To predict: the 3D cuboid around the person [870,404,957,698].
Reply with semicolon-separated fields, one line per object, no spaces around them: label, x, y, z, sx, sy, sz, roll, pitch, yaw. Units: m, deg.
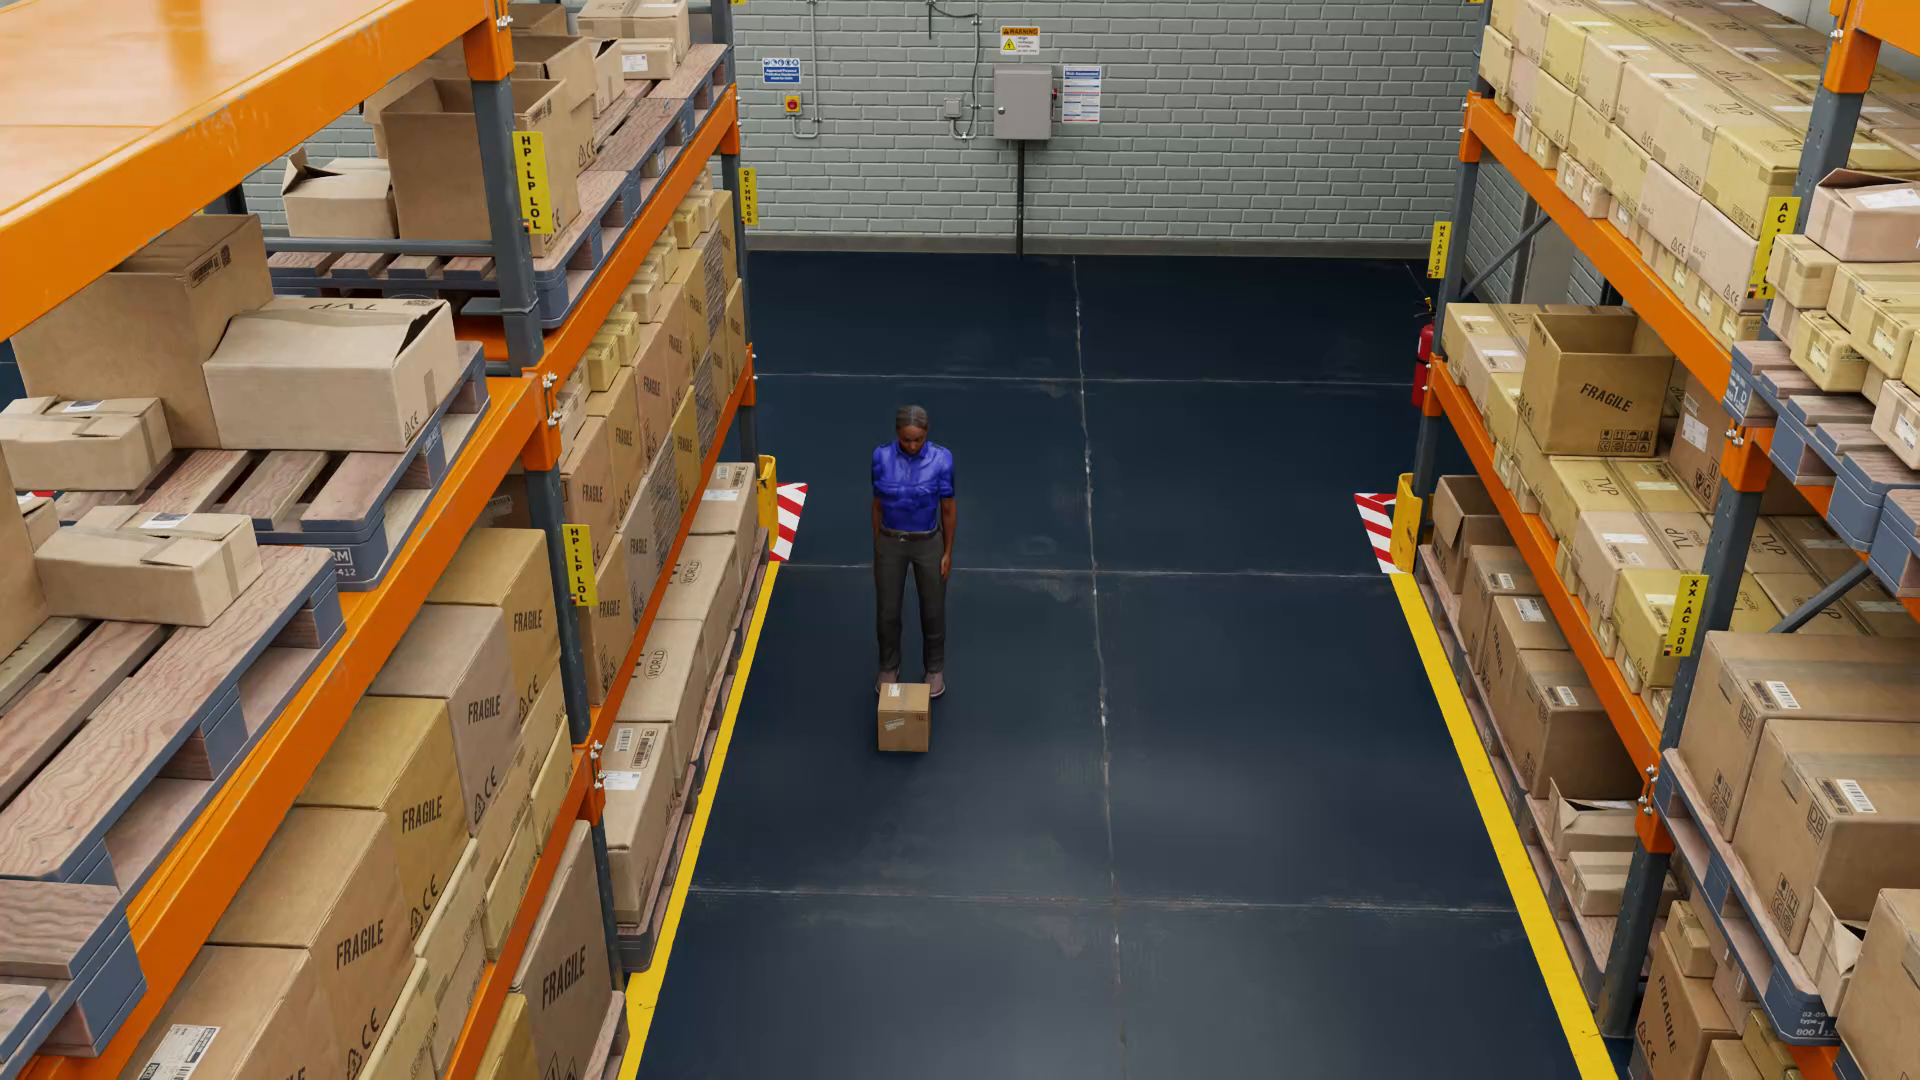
person;-0.236;0.054;8.545;0.440;1.649;0.306;2;28;4
